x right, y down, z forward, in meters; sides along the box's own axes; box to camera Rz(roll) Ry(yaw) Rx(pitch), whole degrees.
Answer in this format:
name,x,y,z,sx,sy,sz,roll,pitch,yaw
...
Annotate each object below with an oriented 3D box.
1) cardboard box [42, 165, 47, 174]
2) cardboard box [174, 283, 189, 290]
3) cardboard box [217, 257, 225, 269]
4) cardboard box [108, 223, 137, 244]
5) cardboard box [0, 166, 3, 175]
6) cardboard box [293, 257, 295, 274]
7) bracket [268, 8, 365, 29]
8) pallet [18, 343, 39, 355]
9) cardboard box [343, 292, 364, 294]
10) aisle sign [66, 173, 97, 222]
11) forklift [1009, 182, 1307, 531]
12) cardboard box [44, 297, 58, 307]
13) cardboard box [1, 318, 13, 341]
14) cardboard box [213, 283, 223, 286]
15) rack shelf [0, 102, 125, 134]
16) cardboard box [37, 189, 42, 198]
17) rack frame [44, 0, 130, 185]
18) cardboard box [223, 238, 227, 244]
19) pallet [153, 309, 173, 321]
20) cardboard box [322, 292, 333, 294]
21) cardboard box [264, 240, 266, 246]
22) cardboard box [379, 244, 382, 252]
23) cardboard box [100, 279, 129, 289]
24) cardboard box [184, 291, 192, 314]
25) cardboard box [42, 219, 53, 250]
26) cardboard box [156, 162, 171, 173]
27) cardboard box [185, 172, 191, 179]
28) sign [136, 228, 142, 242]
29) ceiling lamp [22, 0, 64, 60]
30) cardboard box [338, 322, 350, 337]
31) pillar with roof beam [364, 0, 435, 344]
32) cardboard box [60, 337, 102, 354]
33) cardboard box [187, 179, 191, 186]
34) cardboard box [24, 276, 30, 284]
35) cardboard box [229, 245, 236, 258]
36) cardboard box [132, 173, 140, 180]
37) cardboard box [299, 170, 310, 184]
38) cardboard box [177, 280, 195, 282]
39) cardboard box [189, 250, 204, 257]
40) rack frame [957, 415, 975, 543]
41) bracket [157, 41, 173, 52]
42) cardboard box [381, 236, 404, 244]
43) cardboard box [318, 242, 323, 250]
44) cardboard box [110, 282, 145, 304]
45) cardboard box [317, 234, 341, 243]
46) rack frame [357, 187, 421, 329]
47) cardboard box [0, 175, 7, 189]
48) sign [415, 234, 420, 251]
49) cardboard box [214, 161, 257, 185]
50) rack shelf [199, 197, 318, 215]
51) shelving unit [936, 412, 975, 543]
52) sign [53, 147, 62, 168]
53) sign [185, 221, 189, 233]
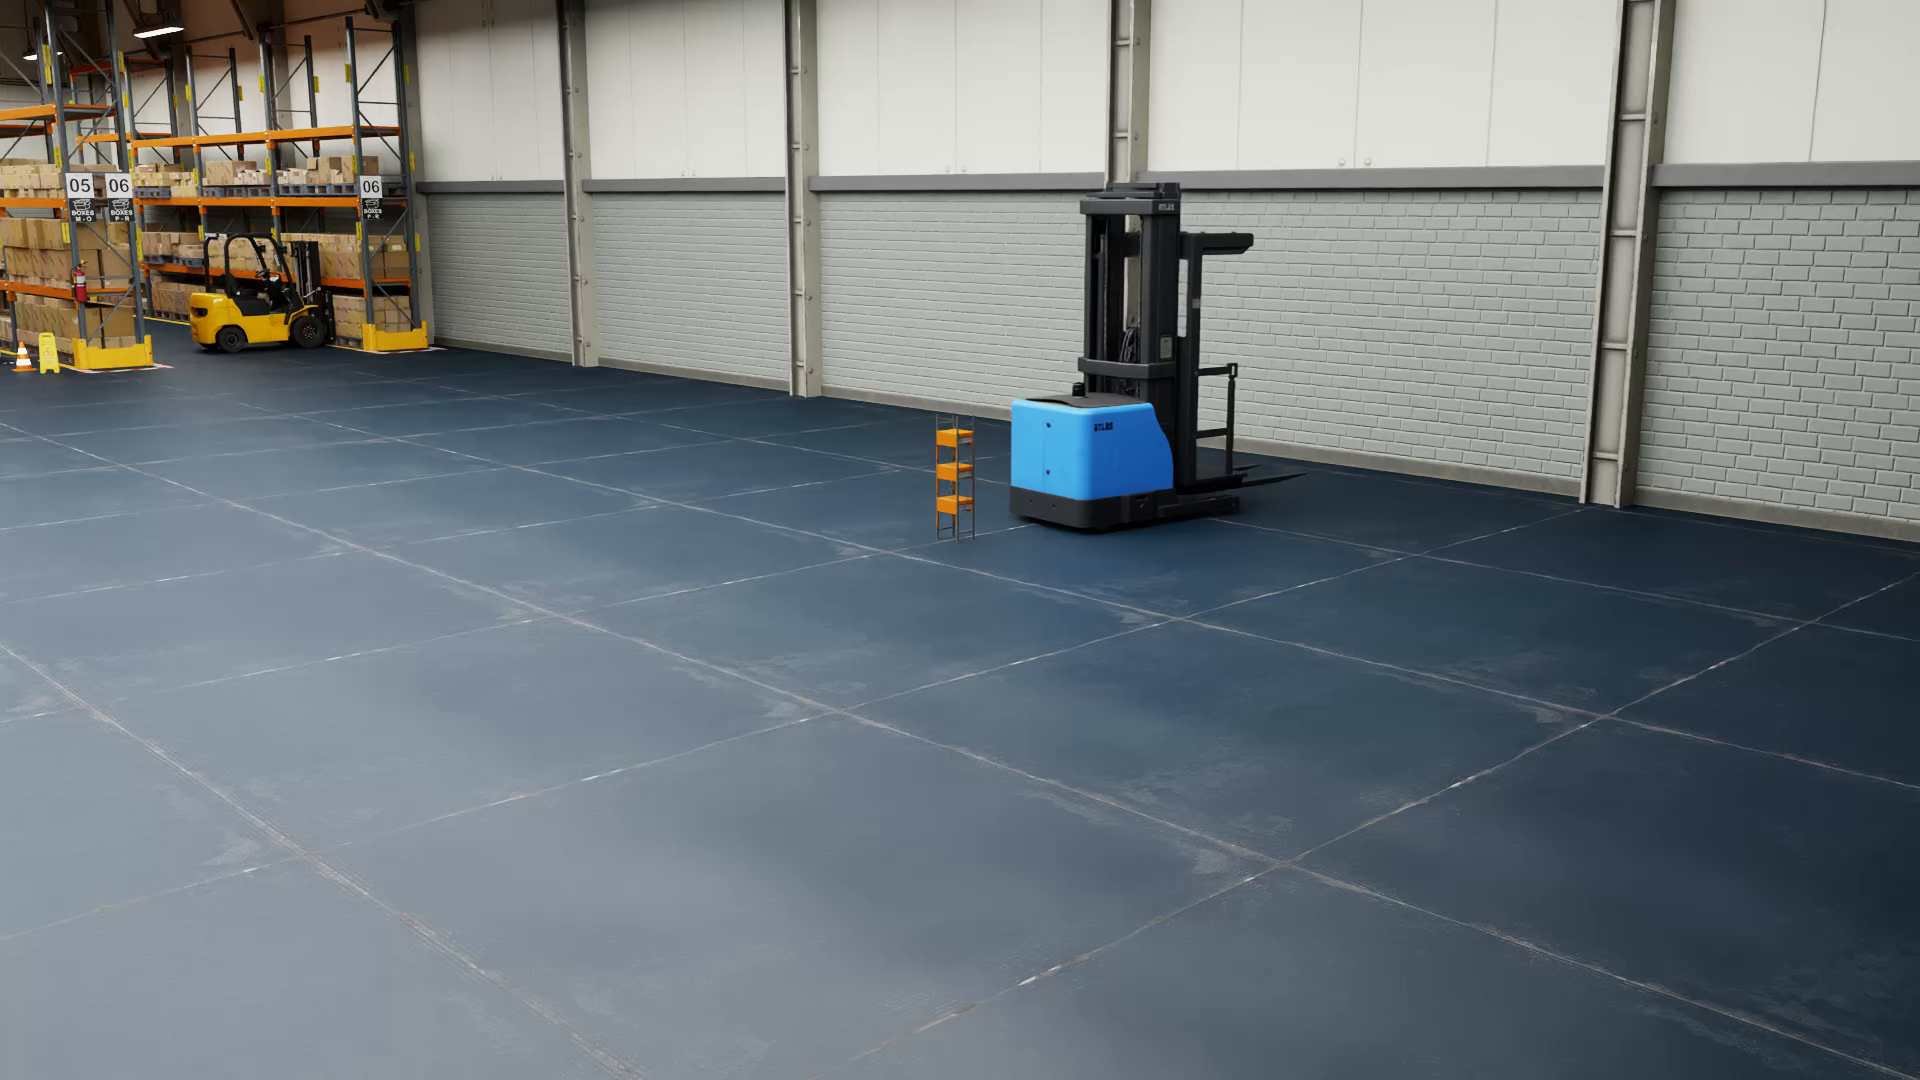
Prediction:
name,x,y,z,sx,sy,sz,roll,pitch,yaw
cardboard box,-15.359,-6.301,28.273,0.380,0.149,0.250,-11,16,-43
cardboard box,-17.968,-5.869,38.510,0.380,0.149,0.250,-10,15,-41
cardboard box,-15.734,-6.011,36.024,0.500,0.250,0.500,-11,16,-44
cardboard box,-20.578,-7.542,40.859,0.500,0.500,0.500,-10,16,-41
cardboard box,-17.051,-6.626,29.853,0.380,0.149,0.250,-11,16,-44
cardboard box,-12.956,-5.547,33.156,0.500,0.500,0.500,-11,16,-42
bracket,-12.834,-10.405,33.195,0.076,0.066,4.783,-11,16,-43
pallet,-16.543,-3.522,30.485,1.003,0.211,1.213,-11,16,-43
cardboard box,-11.912,-4.757,32.865,0.500,0.250,0.500,-11,16,-44
aisle sign,-14.437,-5.621,27.319,0.394,0.787,0.004,-11,16,-43
forklift,1.918,-1.726,15.024,3.031,2.935,1.130,-9,15,-37
cardboard box,-15.666,-4.142,28.889,0.380,0.149,0.250,-10,15,-40
cardboard box,-17.397,-3.976,31.248,0.950,0.372,0.625,-11,16,-42
cardboard box,-17.072,-5.827,38.309,0.380,0.149,0.250,-11,16,-44
rack shelf,-15.651,-7.274,28.706,1.077,0.370,4.000,-11,16,-43
cardboard box,-15.583,-5.947,28.534,0.250,0.149,0.380,11,16,44
rack frame,-14.270,-7.336,27.216,1.000,3.000,0.127,-11,16,-43
cardboard box,-15.629,-6.427,35.819,0.380,0.149,0.250,-11,16,-42
pallet,-18.381,-5.362,39.413,1.003,0.211,1.213,-11,16,-43
cardboard box,-12.640,-4.761,32.881,0.500,0.250,0.500,-10,15,-41
cardboard box,-14.164,-6.137,34.411,0.380,0.149,0.250,-11,16,-43
cardboard box,-10.946,-5.569,31.654,0.380,0.149,0.250,-11,16,-43
cardboard box,-14.355,-4.353,28.228,0.380,0.149,0.250,-11,16,-42
cardboard box,-17.356,-5.421,37.943,0.500,0.500,0.500,-10,15,-40
cardboard box,-15.125,-5.201,28.258,0.700,0.500,0.500,-11,16,-42
cardboard box,-18.709,-8.755,39.110,0.396,0.266,0.258,-11,16,-43
cardboard box,-16.984,-8.088,36.946,0.250,0.149,0.380,11,16,43
sign,-19.357,-7.188,39.222,0.100,0.325,0.005,-11,16,-43
ceiling lamp,-19.981,-12.210,36.407,0.800,3.185,2.000,-11,16,-43
cardboard box,-11.572,-4.047,31.895,0.500,0.250,0.500,-11,16,-43
pillar with roof beam,-13.625,-7.655,28.767,9.100,9.000,0.548,-11,16,-43
cardboard box,-15.040,-3.340,28.464,0.500,0.250,0.500,-11,16,-43
cardboard box,-16.954,-7.949,37.009,0.380,0.149,0.250,-10,16,-41
cardboard box,-16.484,-4.662,29.730,0.380,0.149,0.250,-10,15,-41
cardboard box,-15.384,-6.178,35.595,0.500,0.250,0.500,11,16,44
cardboard box,-19.081,-8.483,38.814,0.380,0.149,0.250,-10,15,-41
cardboard box,-12.640,-7.072,32.417,0.258,0.266,0.396,11,16,44
cardboard box,-18.507,-6.126,39.761,0.250,0.149,0.380,11,16,43
cardboard box,-16.939,-6.382,37.037,0.380,0.149,0.250,-11,16,-42
rack frame,0.047,-0.504,13.757,0.200,1.050,0.008,-11,16,-43
bracket,-18.769,-11.659,39.282,0.235,0.232,0.430,-11,16,-43
cardboard box,-10.760,-5.681,31.458,0.380,0.149,0.250,-11,16,-44
cardboard box,-12.362,-5.728,32.427,0.380,0.149,0.250,-11,16,-44
cardboard box,-20.816,-6.173,41.596,0.700,0.500,0.500,-10,15,-40
cardboard box,-12.308,-5.887,32.460,0.380,0.149,0.250,-11,16,-42
rack frame,-10.683,-5.090,31.182,1.000,3.000,0.127,-11,16,-43
cardboard box,-16.927,-6.420,29.841,0.500,0.250,0.500,-11,16,-44
sign,-10.277,-5.629,31.457,0.100,0.325,0.005,-11,16,-43
cardboard box,-15.463,-7.831,35.516,0.700,0.500,0.500,-11,16,-44
rack shelf,-14.826,-7.082,35.202,1.077,0.370,4.000,-11,16,-43
shelving unit,-0.037,-0.522,13.843,0.215,1.050,0.252,-11,16,-43
sign,-14.686,-6.226,27.068,0.100,0.325,0.005,-11,16,-43
sign,-18.571,-7.486,39.943,0.100,0.325,0.005,-11,16,-43
